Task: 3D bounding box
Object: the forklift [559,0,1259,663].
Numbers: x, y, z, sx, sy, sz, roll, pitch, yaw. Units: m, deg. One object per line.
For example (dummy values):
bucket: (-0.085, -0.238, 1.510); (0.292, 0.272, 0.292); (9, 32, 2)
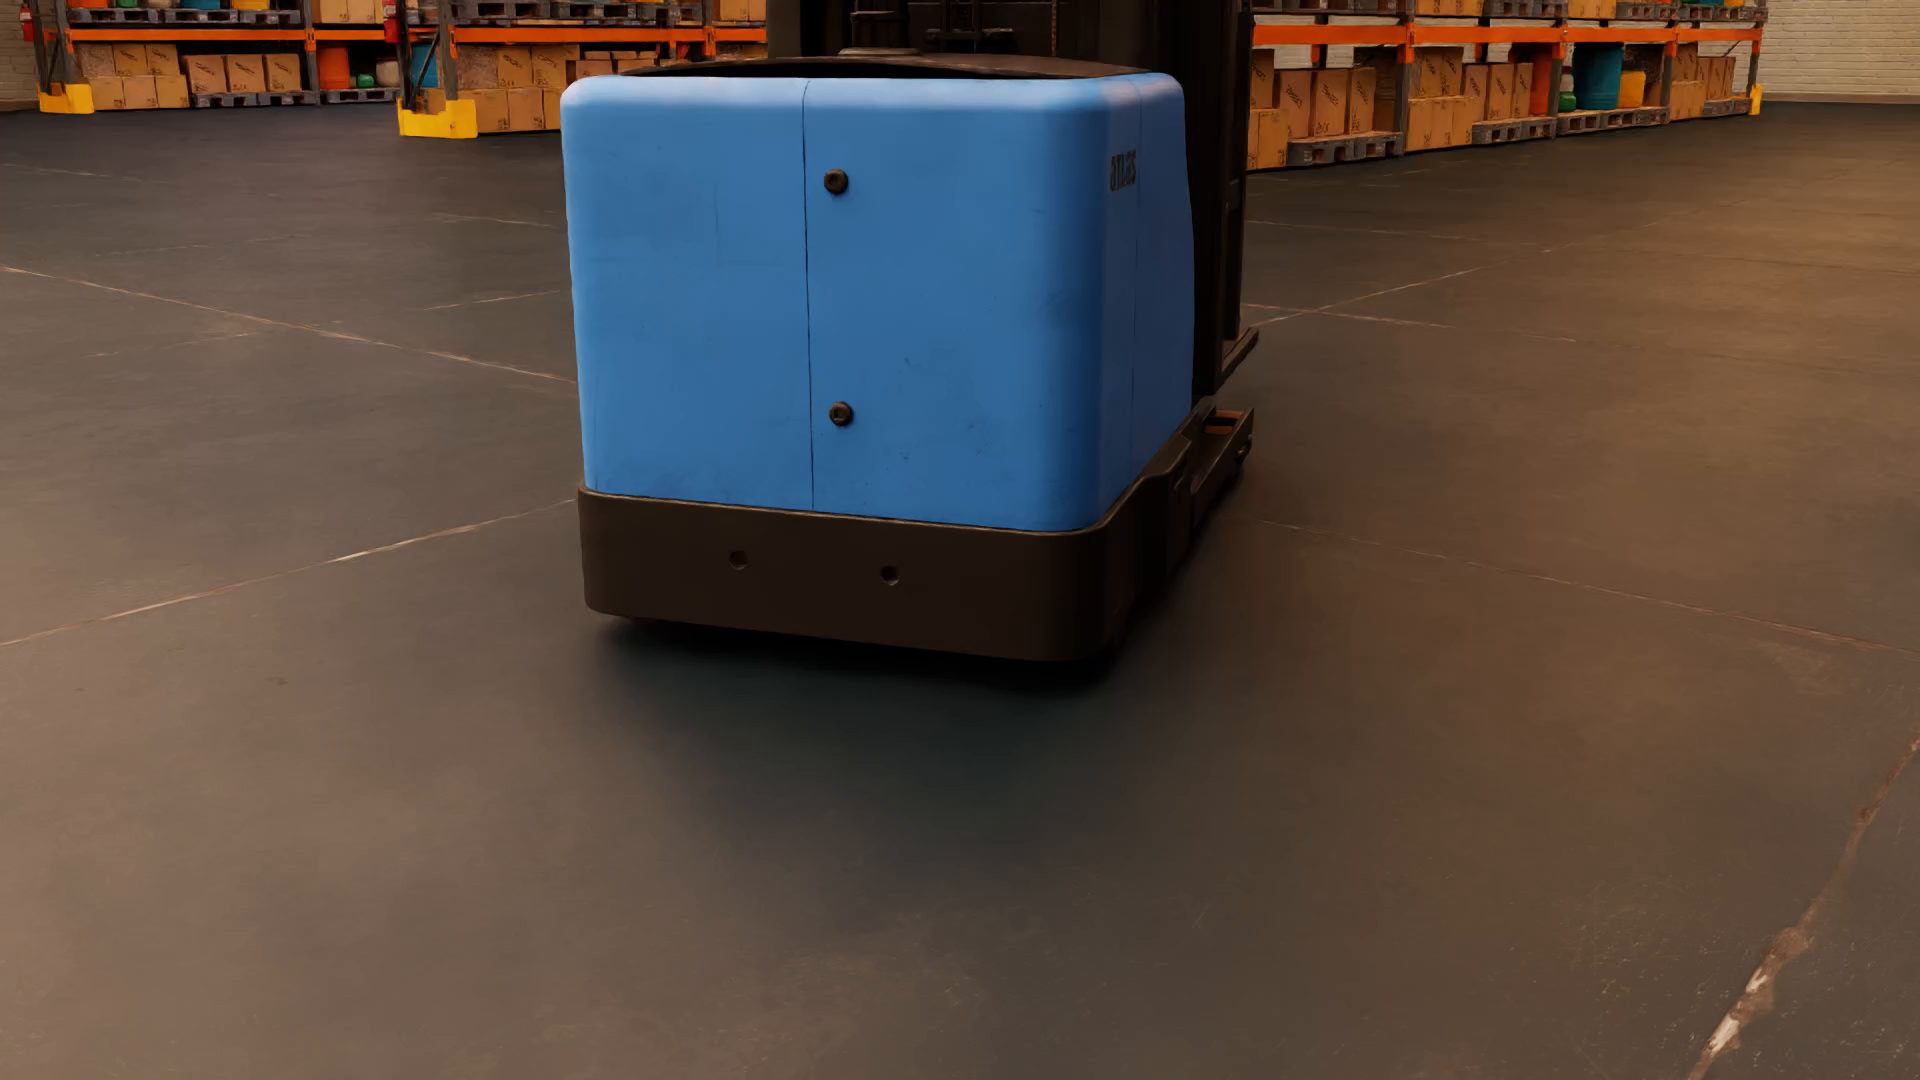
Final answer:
forklift: (0.182, -1.571, 4.072); (1.130, 2.935, 3.031); (5, 18, 17)
